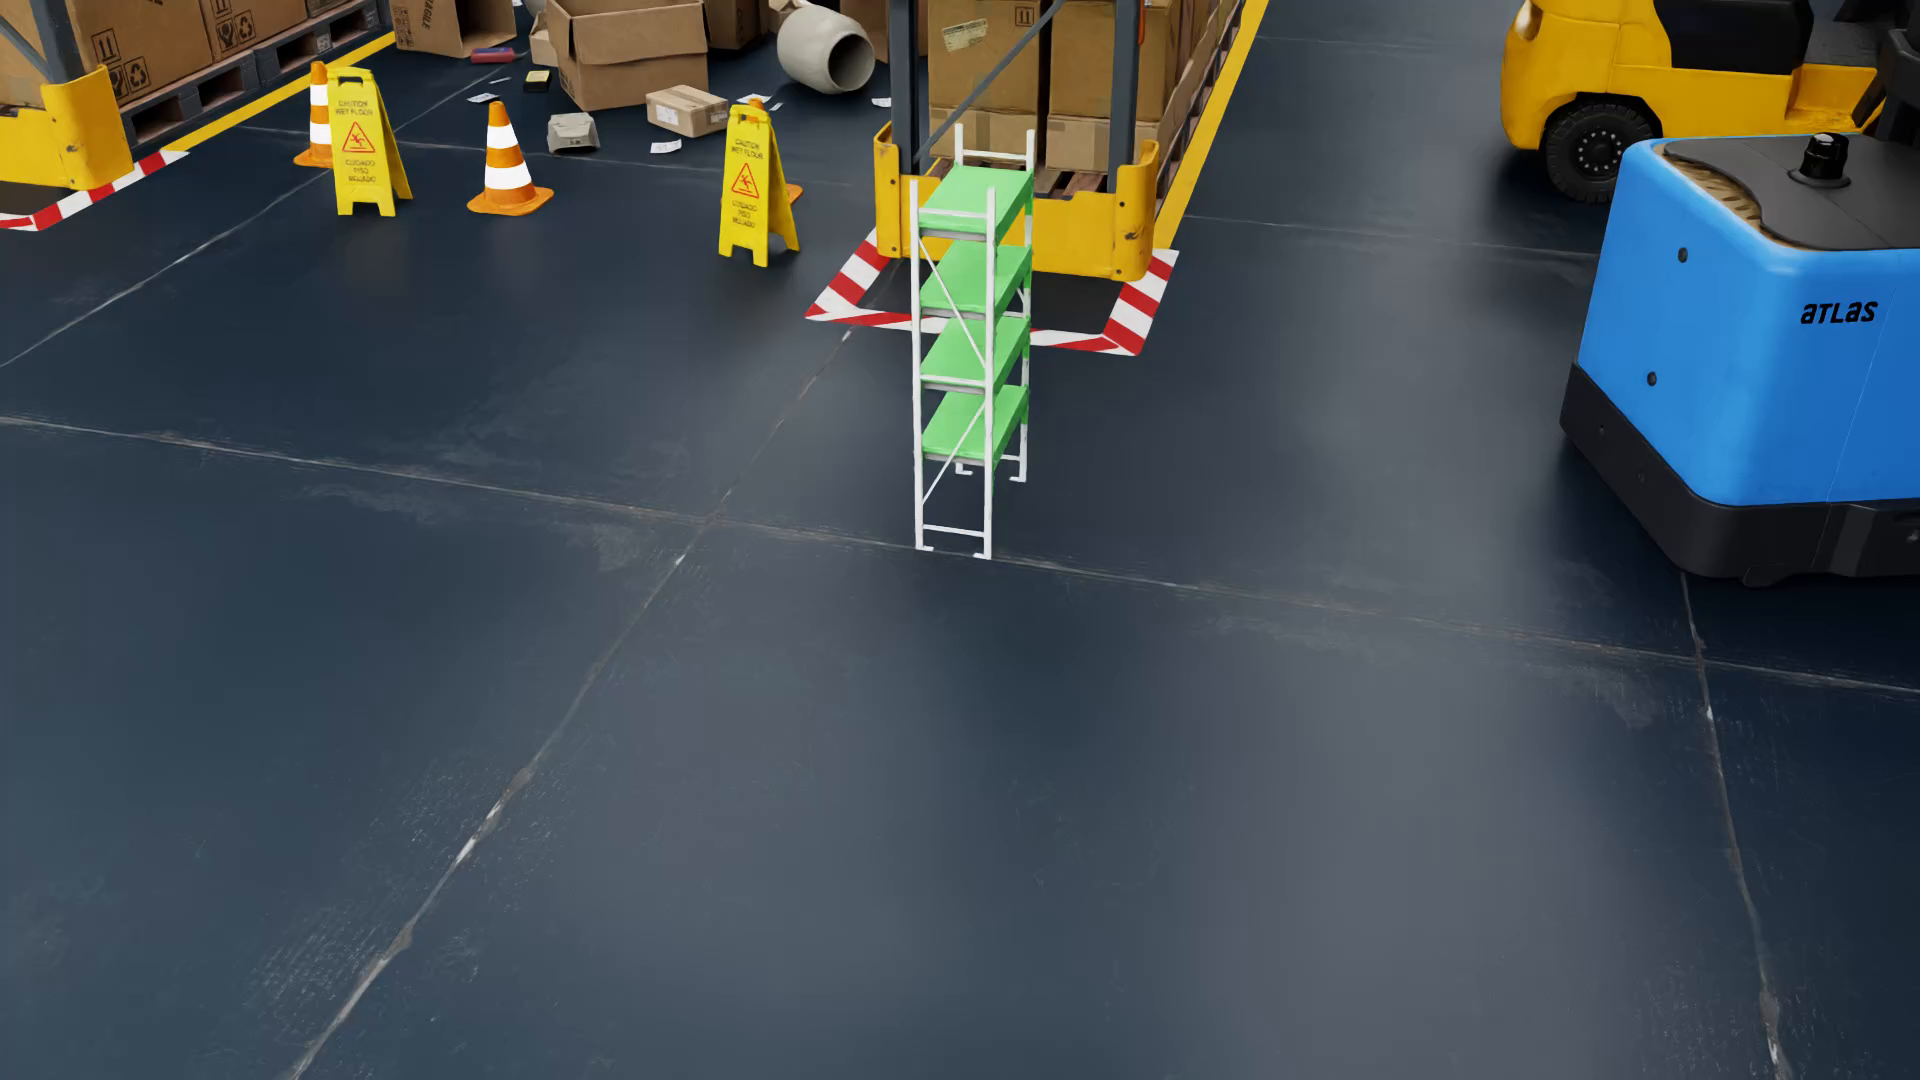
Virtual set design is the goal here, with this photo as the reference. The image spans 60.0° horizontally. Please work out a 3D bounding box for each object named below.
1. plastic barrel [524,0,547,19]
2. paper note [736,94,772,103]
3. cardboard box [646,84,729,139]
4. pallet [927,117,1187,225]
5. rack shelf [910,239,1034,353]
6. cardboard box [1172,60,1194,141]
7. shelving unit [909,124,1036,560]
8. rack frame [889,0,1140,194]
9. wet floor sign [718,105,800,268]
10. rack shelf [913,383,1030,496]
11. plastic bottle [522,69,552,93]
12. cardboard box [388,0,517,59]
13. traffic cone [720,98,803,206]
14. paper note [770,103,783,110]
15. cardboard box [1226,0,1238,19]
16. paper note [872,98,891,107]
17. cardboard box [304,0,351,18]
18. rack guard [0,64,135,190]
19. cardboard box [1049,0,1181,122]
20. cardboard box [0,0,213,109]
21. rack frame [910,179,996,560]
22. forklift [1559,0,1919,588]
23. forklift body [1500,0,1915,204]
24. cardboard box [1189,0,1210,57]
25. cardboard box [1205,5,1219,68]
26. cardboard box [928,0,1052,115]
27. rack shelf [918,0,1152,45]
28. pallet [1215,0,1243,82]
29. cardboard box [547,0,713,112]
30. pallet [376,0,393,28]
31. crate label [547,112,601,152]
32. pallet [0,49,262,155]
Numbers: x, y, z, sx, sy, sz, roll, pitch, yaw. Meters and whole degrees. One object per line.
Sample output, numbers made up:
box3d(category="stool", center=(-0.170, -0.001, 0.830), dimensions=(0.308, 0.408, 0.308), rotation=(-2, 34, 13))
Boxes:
box3d(category="plastic barrel", center=(-2.389, -3.279, 10.013), dimensions=(0.421, 0.421, 0.512), rotation=(-21, 38, -29))
box3d(category="paper note", center=(-1.111, -2.390, 8.992), dimensions=(0.148, 0.019, 0.142), rotation=(20, 38, 29))
box3d(category="cardboard box", center=(-1.408, -2.218, 8.600), dimensions=(0.380, 0.149, 0.250), rotation=(28, 42, 36))
box3d(category="pallet", center=(0.474, -1.746, 7.799), dimensions=(1.003, 0.211, 1.213), rotation=(8, 33, 12))
box3d(category="rack shelf", center=(0.042, -0.741, 4.969), dimensions=(0.258, 0.148, 0.480), rotation=(8, 33, 12))
box3d(category="cardboard box", center=(0.823, -2.128, 7.973), dimensions=(0.500, 0.250, 0.500), rotation=(9, 34, 14))
box3d(category="shelving unit", center=(0.042, -0.592, 5.063), dimensions=(0.258, 1.200, 0.503), rotation=(8, 33, 12))
box3d(category="rack frame", center=(0.214, -2.466, 6.334), dimensions=(1.000, 3.000, 0.127), rotation=(8, 33, 12))
box3d(category="wet floor sign", center=(-0.869, -1.520, 7.039), dimensions=(0.267, 0.644, 0.232), rotation=(20, 38, 29))
box3d(category="rack shelf", center=(0.042, -0.336, 5.226), dimensions=(0.258, 0.148, 0.480), rotation=(8, 33, 12))
box3d(category="plastic bottle", center=(-2.334, -2.546, 9.198), dimensions=(0.133, 0.061, 0.283), rotation=(-3, 33, -4))
box3d(category="cardboard box", center=(-2.986, -3.164, 9.759), dimensions=(0.500, 0.500, 0.500), rotation=(14, 35, 21))
box3d(category="traffic cone", center=(-0.925, -1.795, 7.642), dimensions=(0.336, 0.463, 0.334), rotation=(8, 33, 12))
box3d(category="paper note", center=(-0.980, -2.316, 8.883), dimensions=(0.032, 0.001, 0.123), rotation=(8, 33, 12))
box3d(category="cardboard box", center=(1.339, -3.216, 9.684), dimensions=(0.500, 0.250, 0.500), rotation=(10, 34, 15))
box3d(category="paper note", center=(-0.399, -2.359, 8.933), dimensions=(0.142, 0.019, 0.148), rotation=(-3, 33, -4))
box3d(category="cardboard box", center=(-4.037, -3.659, 9.799), dimensions=(0.875, 0.875, 0.875), rotation=(8, 33, 13))
box3d(category="rack guard", center=(-4.606, -2.021, 7.962), dimensions=(1.175, 0.500, 0.348), rotation=(8, 33, 12))
box3d(category="cardboard box", center=(0.692, -2.193, 7.376), dimensions=(0.500, 0.500, 0.500), rotation=(7, 33, 11))
box3d(category="cardboard box", center=(-4.492, -2.729, 8.336), dimensions=(0.875, 0.875, 0.875), rotation=(8, 33, 13))
box3d(category="rack frame", center=(-0.020, -0.466, 4.864), dimensions=(0.240, 1.200, 0.015), rotation=(8, 33, 12))
box3d(category="forklift", center=(3.616, -1.412, 4.739), dimensions=(3.031, 2.935, 1.130), rotation=(-3, 33, -4))
box3d(category="forklift body", center=(3.733, -2.667, 7.440), dimensions=(2.313, 2.155, 1.214), rotation=(8, 33, 12))
box3d(category="cardboard box", center=(0.955, -2.724, 8.212), dimensions=(0.500, 0.500, 0.500), rotation=(9, 33, 13))
box3d(category="cardboard box", center=(1.080, -2.675, 8.833), dimensions=(0.500, 0.250, 0.500), rotation=(9, 33, 13))
box3d(category="cardboard box", center=(0.165, -2.251, 7.467), dimensions=(0.500, 0.500, 0.500), rotation=(8, 33, 13))
box3d(category="rack shelf", center=(0.721, -3.201, 8.159), dimensions=(1.077, 0.370, 4.000), rotation=(8, 33, 12))
box3d(category="pallet", center=(1.093, -3.012, 9.791), dimensions=(1.003, 0.211, 1.213), rotation=(8, 33, 12))
box3d(category="cardboard box", center=(-1.789, -2.669, 8.979), dimensions=(0.797, 0.503, 0.637), rotation=(-14, 35, -21))
box3d(category="pallet", center=(-3.853, -3.603, 10.721), dimensions=(1.003, 0.211, 1.213), rotation=(8, 33, 12))
box3d(category="crate label", center=(-1.945, -2.048, 8.344), dimensions=(0.250, 0.136, 0.298), rotation=(-8, 33, -13))
box3d(category="pallet", center=(-4.472, -2.337, 8.729), dimensions=(1.003, 0.211, 1.213), rotation=(8, 33, 12))
